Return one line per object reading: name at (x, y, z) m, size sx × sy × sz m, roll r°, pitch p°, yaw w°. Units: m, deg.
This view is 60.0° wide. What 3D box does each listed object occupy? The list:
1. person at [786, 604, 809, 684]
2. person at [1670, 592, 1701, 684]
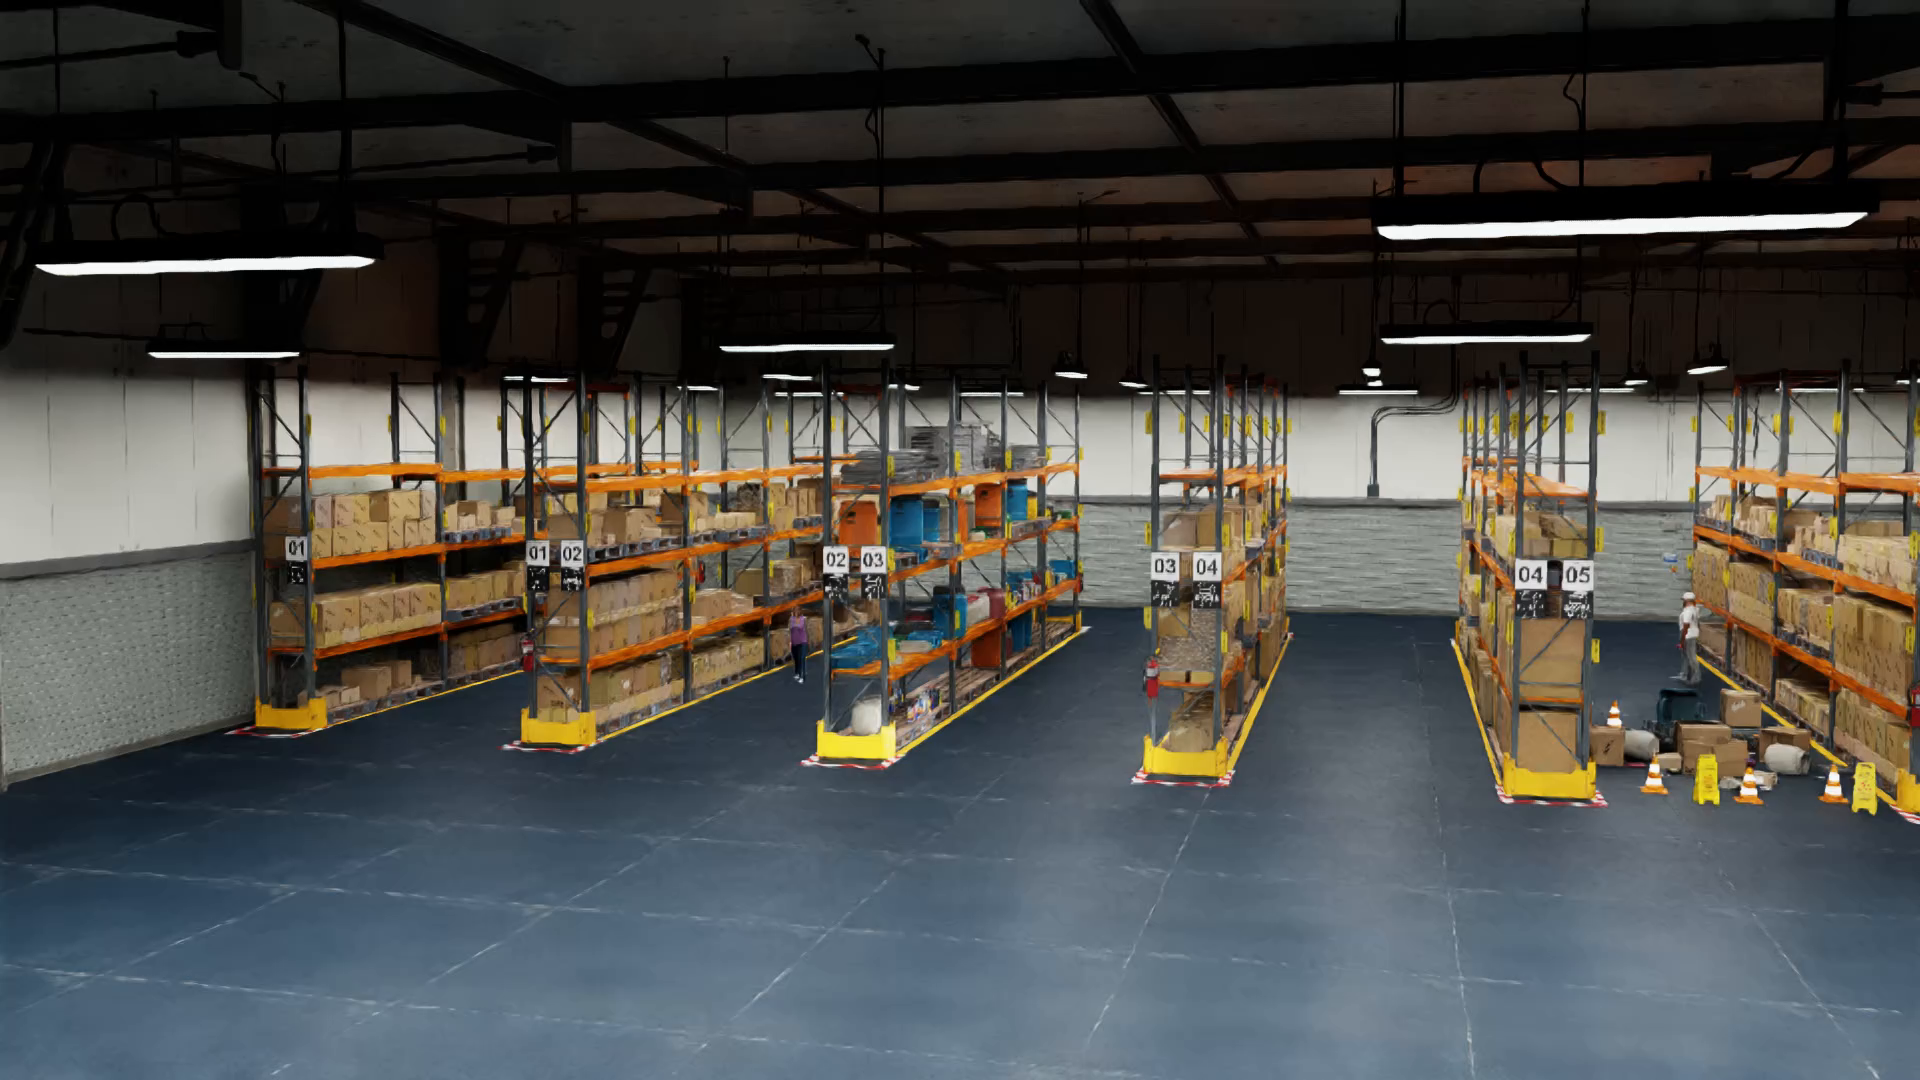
person at (-3.151, 1.996, 32.312) m, size 0.412 × 1.531 × 0.955 m, roll 0°, pitch 4°, yaw 6°
person at (14.116, 1.880, 32.299) m, size 0.597 × 1.763 × 0.690 m, roll 2°, pitch 5°, yaw 32°
